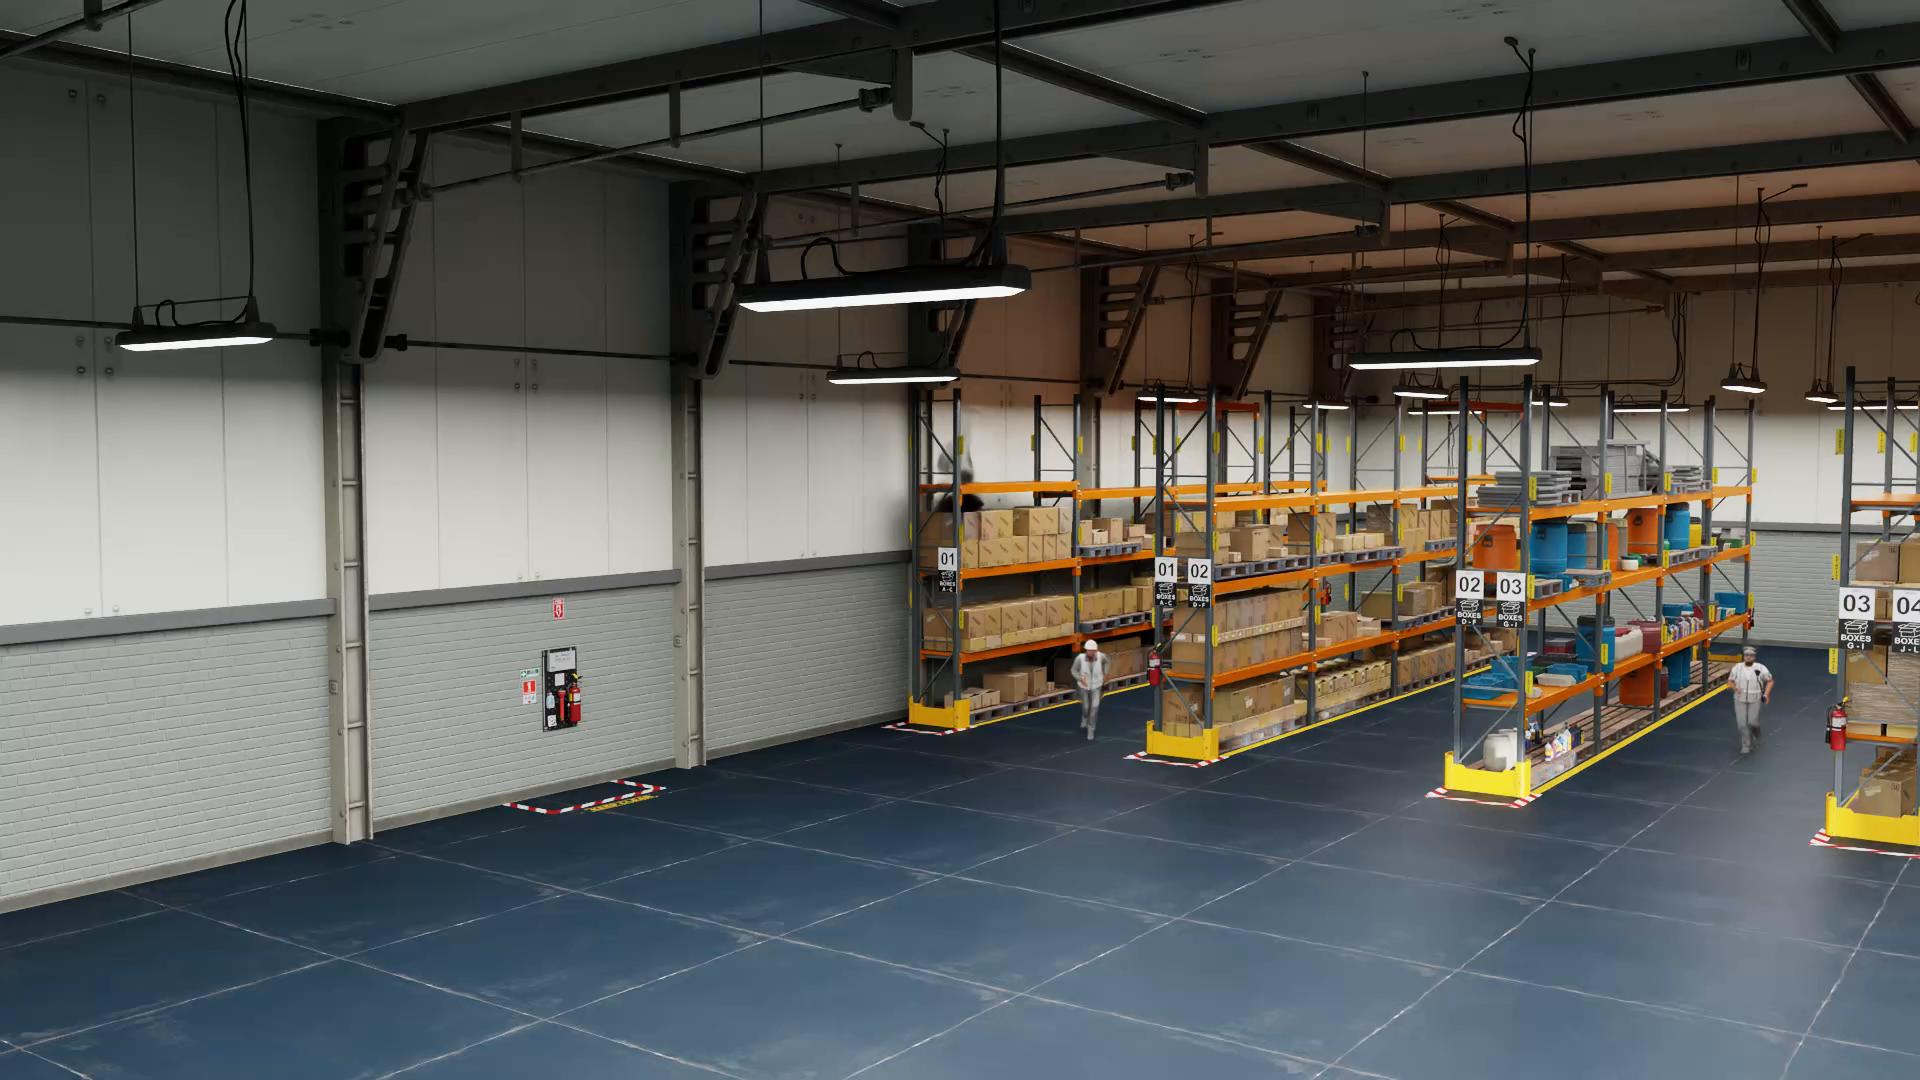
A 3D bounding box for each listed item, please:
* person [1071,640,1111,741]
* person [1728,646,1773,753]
[{"bbox_3d":[2.235,2.542,28.638,0.697,1.731,1.046,0,3,-4],"label":"person"},{"bbox_3d":[12.826,2.594,27.039,0.659,1.743,0.592,2,4,33],"label":"person"}]
